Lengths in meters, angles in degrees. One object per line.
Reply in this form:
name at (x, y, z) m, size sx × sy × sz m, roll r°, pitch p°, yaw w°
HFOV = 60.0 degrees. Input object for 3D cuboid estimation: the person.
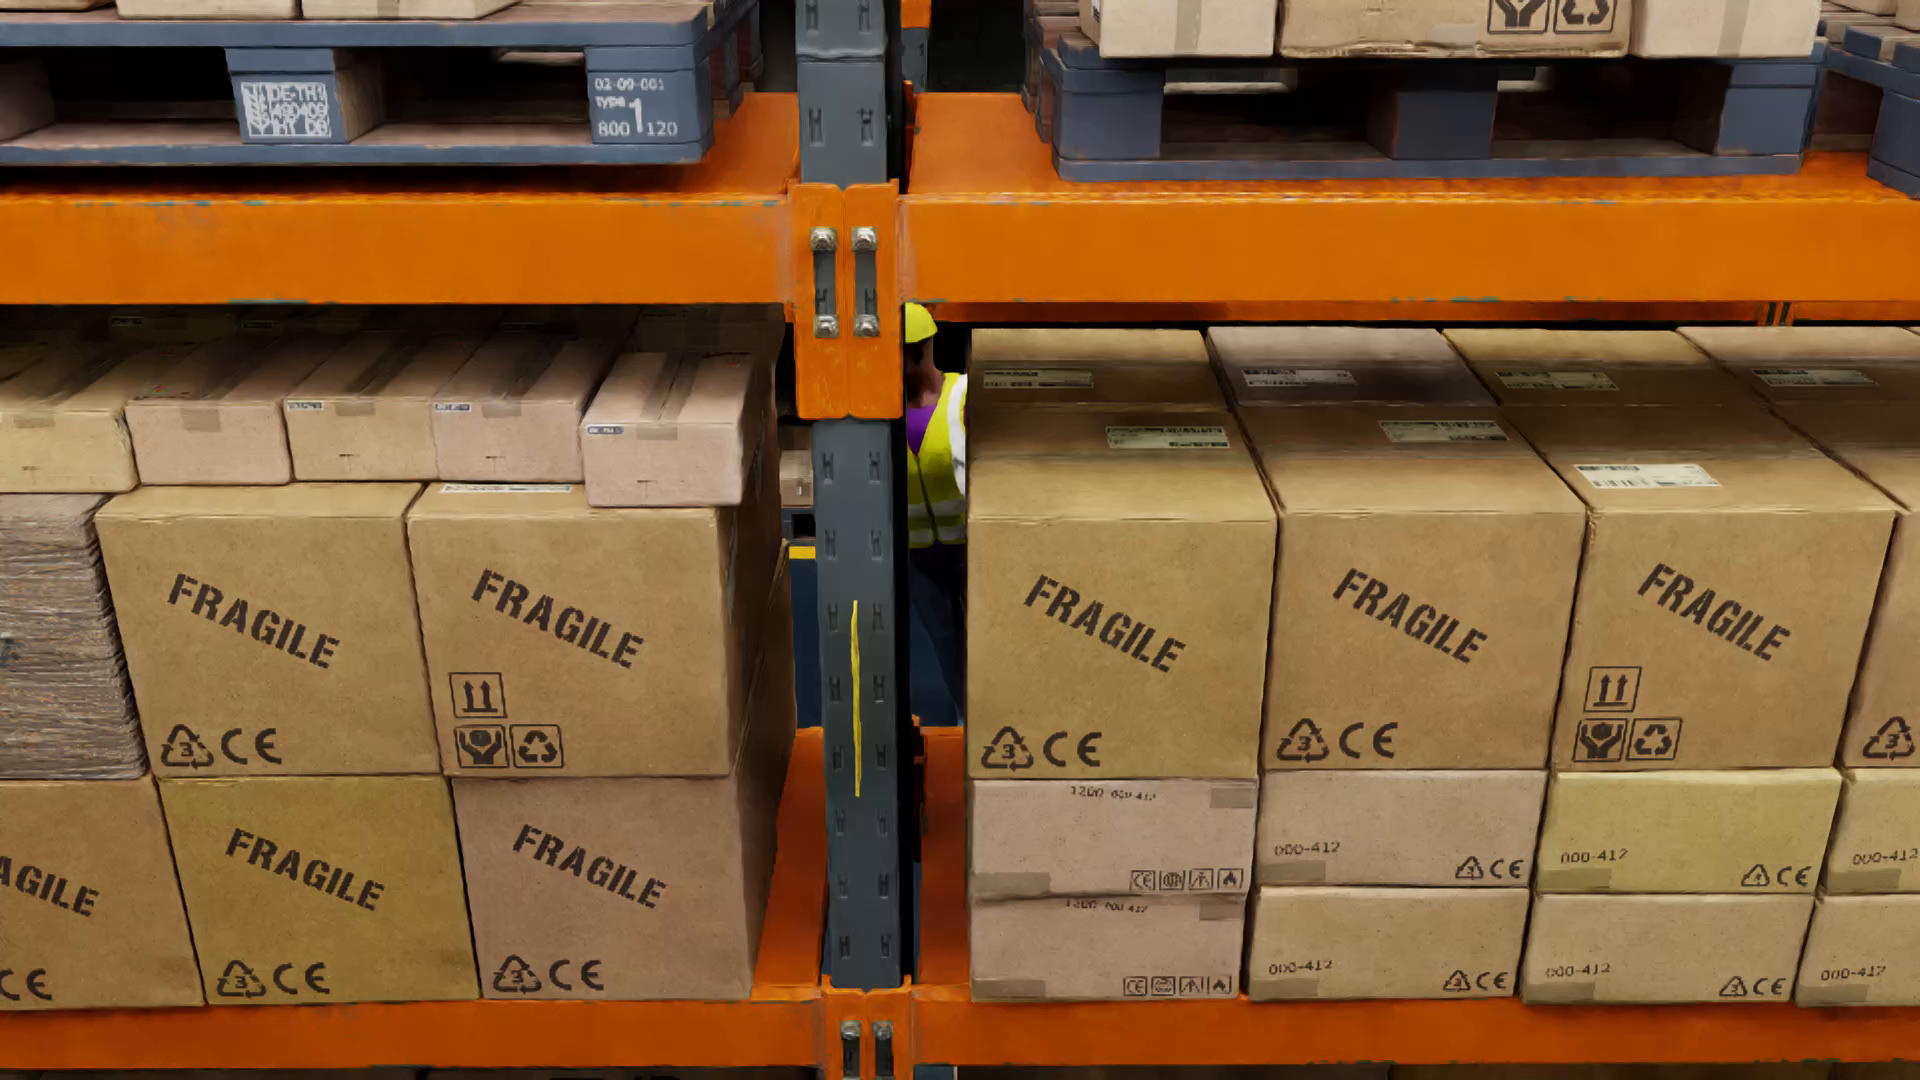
person at (-0.063, -0.037, 6.196) m, size 0.622 × 1.738 × 0.622 m, roll 2°, pitch 24°, yaw 3°
